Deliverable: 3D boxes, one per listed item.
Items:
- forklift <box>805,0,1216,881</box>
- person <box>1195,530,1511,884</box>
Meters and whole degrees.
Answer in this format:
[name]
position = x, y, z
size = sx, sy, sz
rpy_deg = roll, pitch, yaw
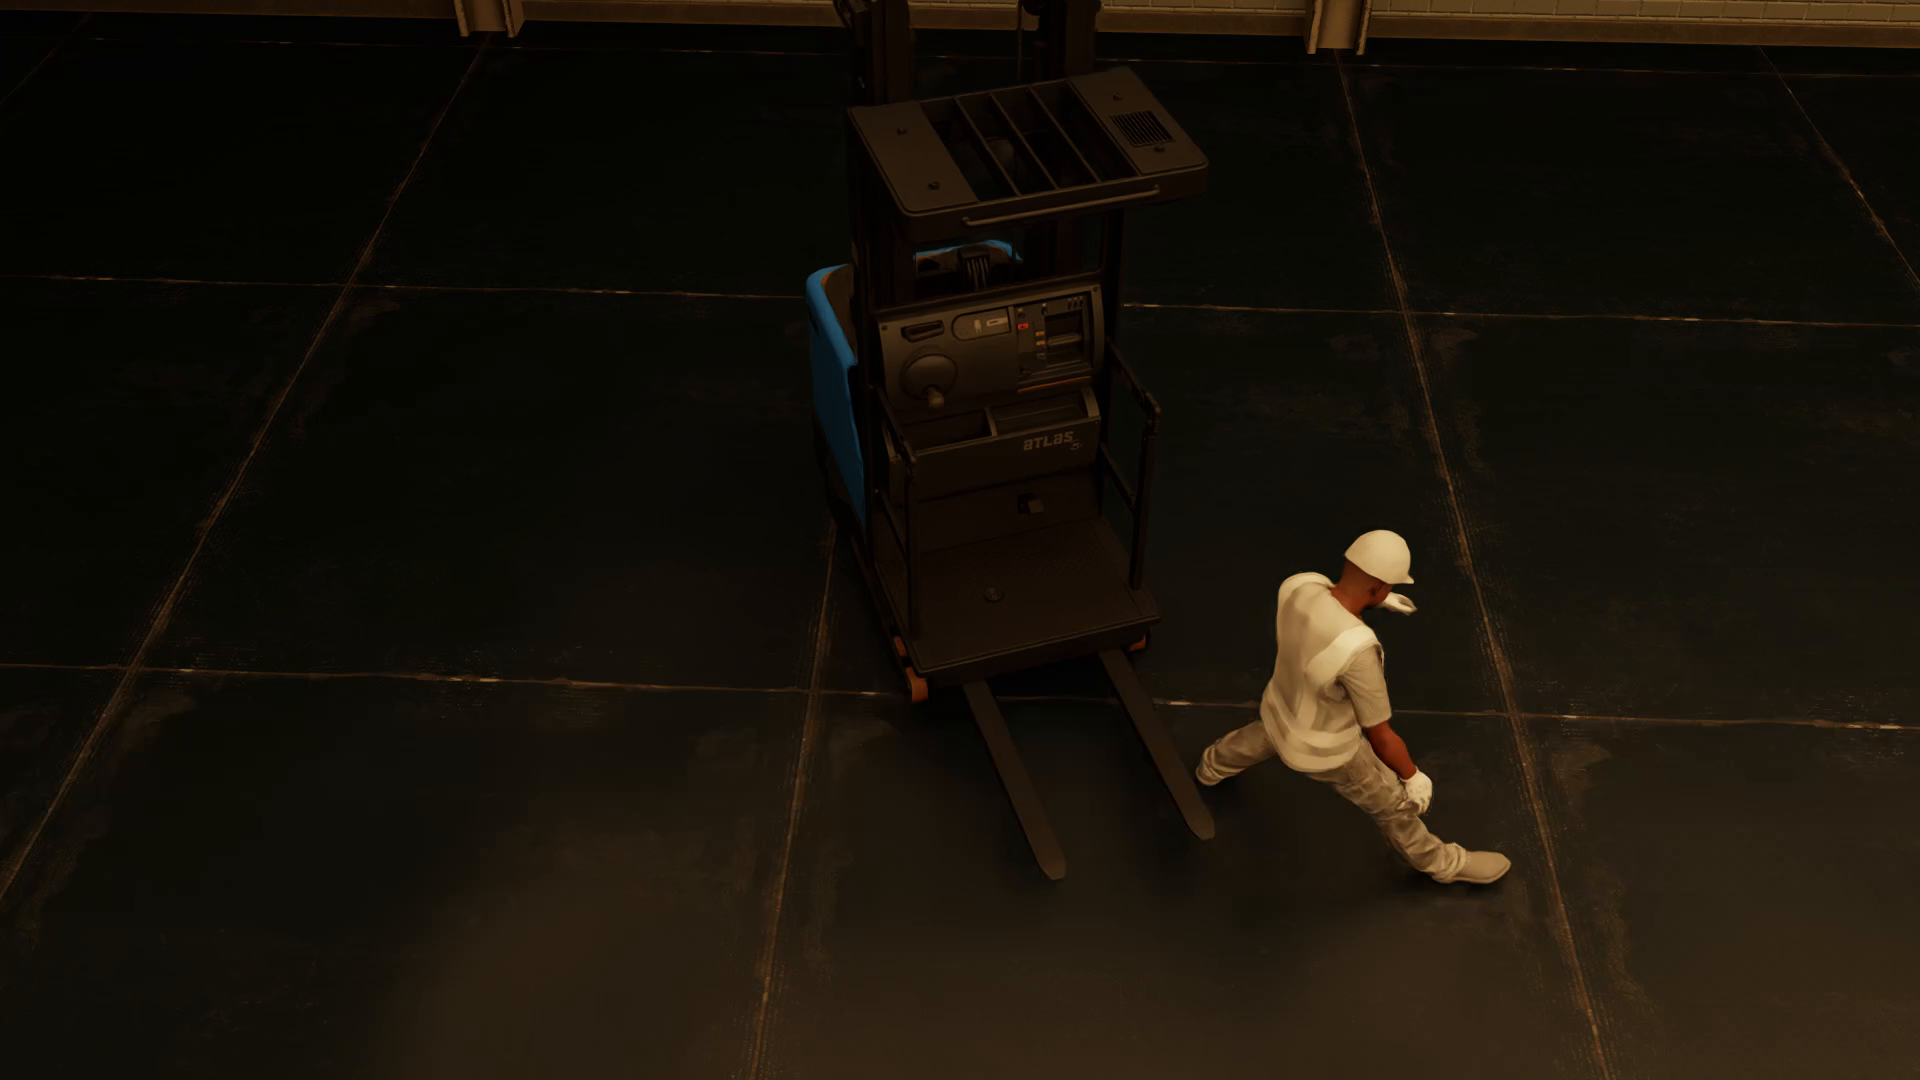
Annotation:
[forklift]
position = 0.199, -0.690, 6.498
size = 1.130, 2.935, 3.031
rpy_deg = -12, 44, -13
[person]
position = 1.543, 0.571, 6.139
size = 1.007, 1.581, 0.990
rpy_deg = -9, 43, -10
